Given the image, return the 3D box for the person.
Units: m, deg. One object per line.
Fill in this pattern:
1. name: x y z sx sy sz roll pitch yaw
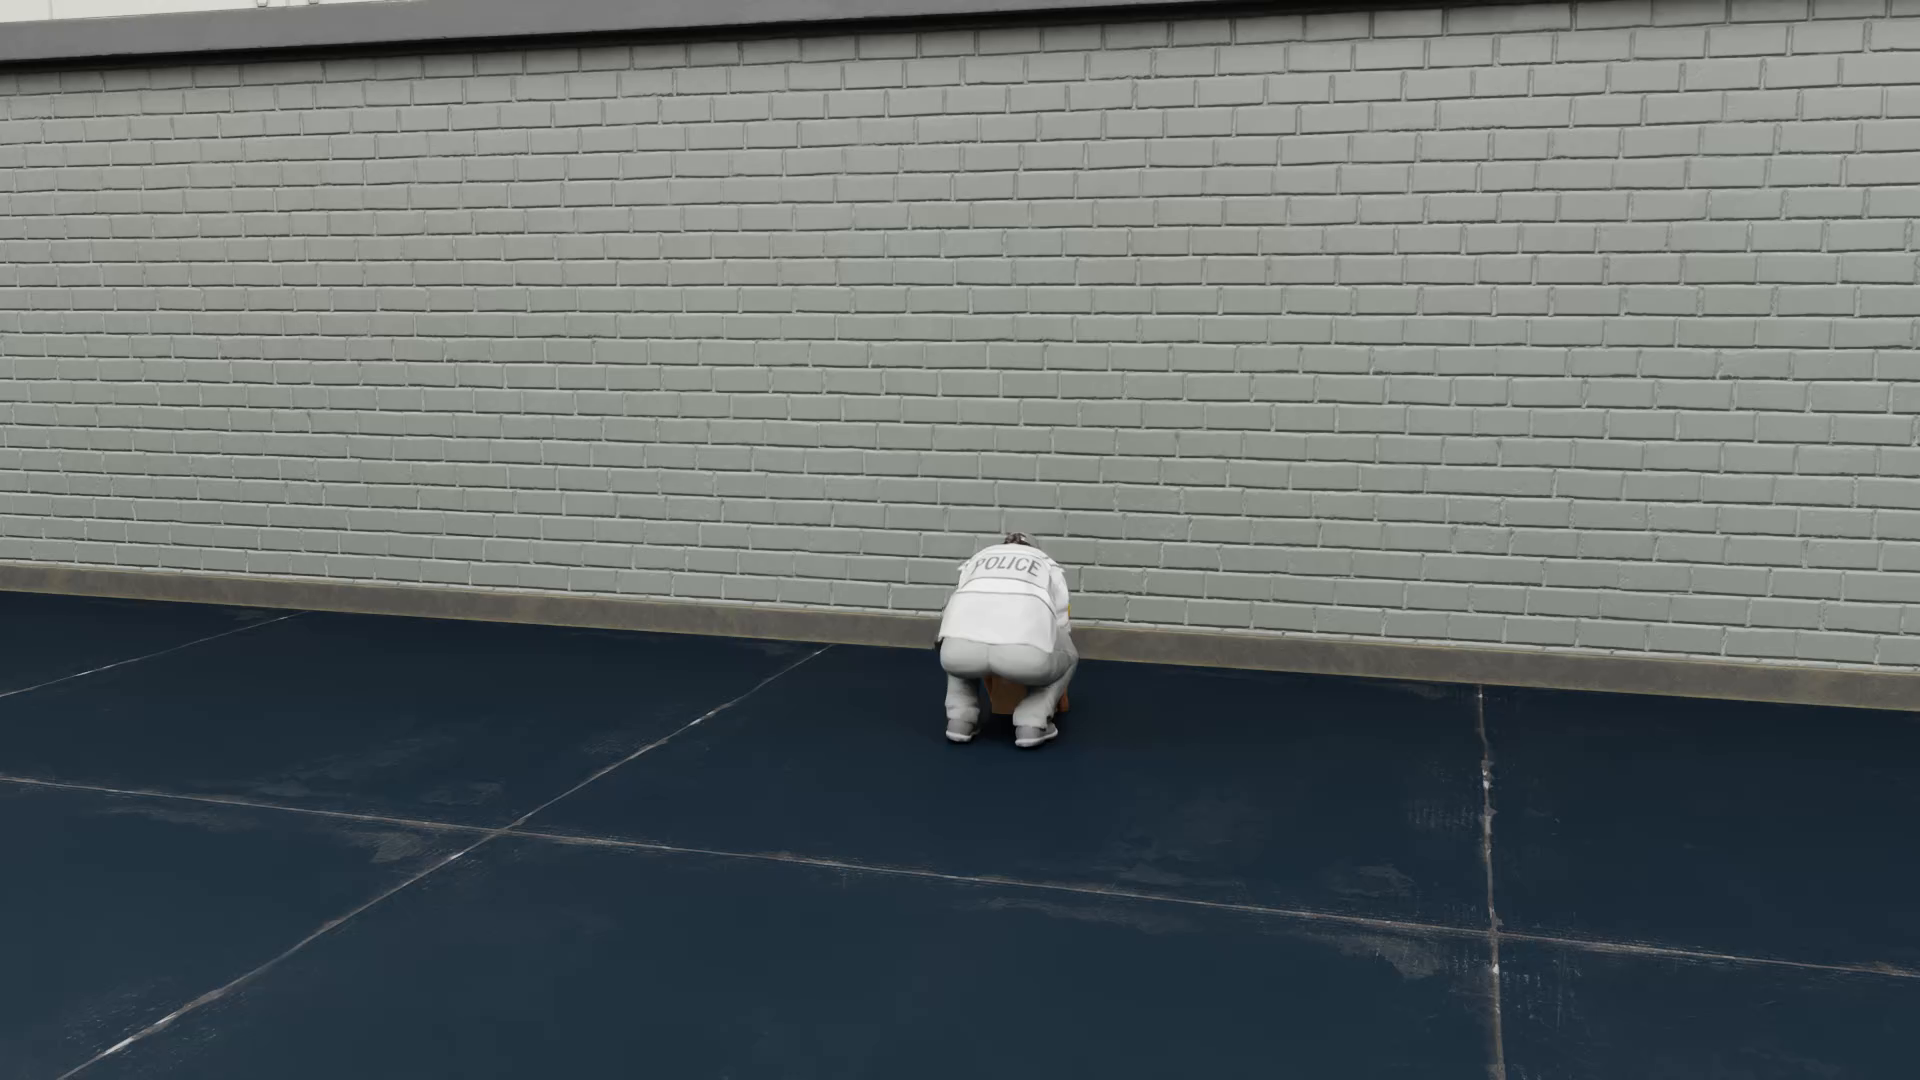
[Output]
1. person: 0.189 0.411 6.468 0.522 0.797 0.907 2 9 15
